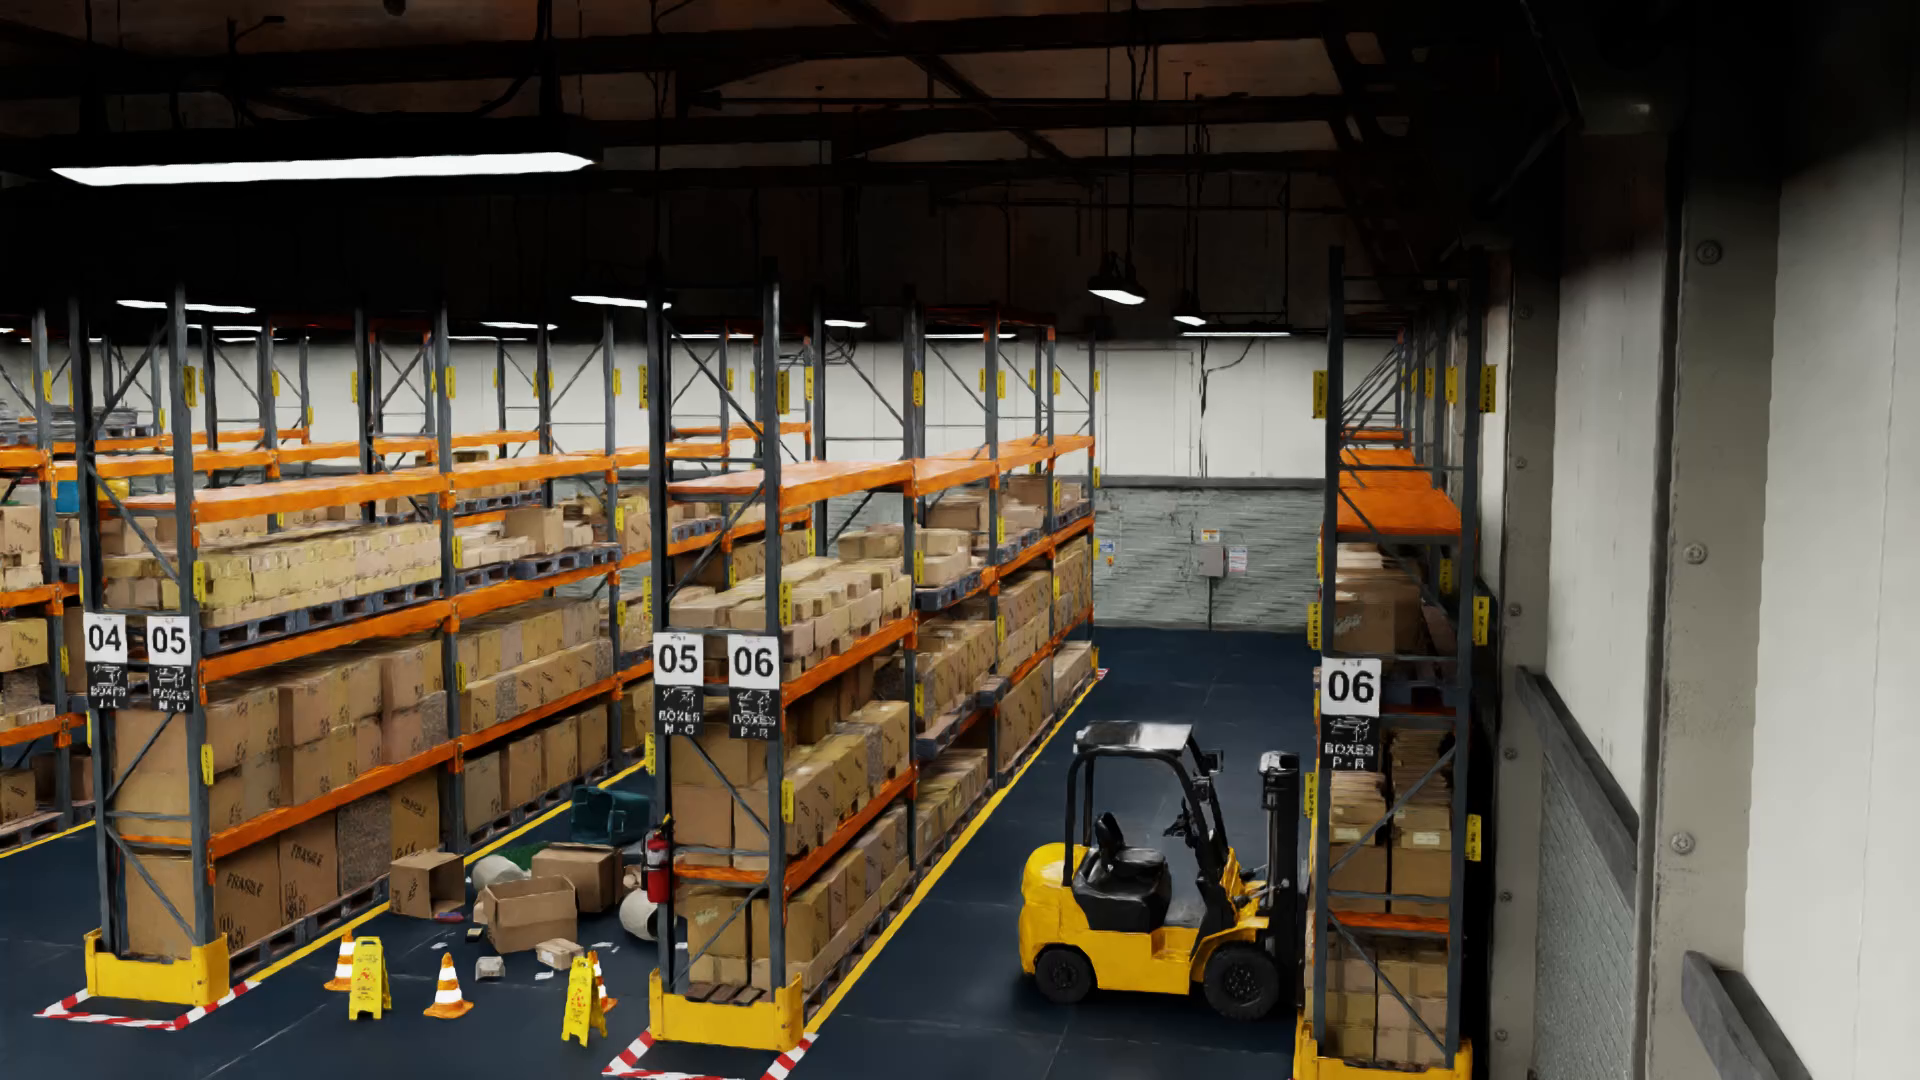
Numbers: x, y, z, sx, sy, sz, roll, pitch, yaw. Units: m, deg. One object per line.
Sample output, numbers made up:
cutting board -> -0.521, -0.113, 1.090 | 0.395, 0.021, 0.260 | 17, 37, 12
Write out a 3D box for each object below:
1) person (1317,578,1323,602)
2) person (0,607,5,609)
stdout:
person -> 7.019, 1.137, 31.280 | 0.543, 1.789, 0.640 | -3, 6, -26
person -> -20.649, 0.708, 36.018 | 0.650, 1.656, 0.454 | -4, 7, -37
